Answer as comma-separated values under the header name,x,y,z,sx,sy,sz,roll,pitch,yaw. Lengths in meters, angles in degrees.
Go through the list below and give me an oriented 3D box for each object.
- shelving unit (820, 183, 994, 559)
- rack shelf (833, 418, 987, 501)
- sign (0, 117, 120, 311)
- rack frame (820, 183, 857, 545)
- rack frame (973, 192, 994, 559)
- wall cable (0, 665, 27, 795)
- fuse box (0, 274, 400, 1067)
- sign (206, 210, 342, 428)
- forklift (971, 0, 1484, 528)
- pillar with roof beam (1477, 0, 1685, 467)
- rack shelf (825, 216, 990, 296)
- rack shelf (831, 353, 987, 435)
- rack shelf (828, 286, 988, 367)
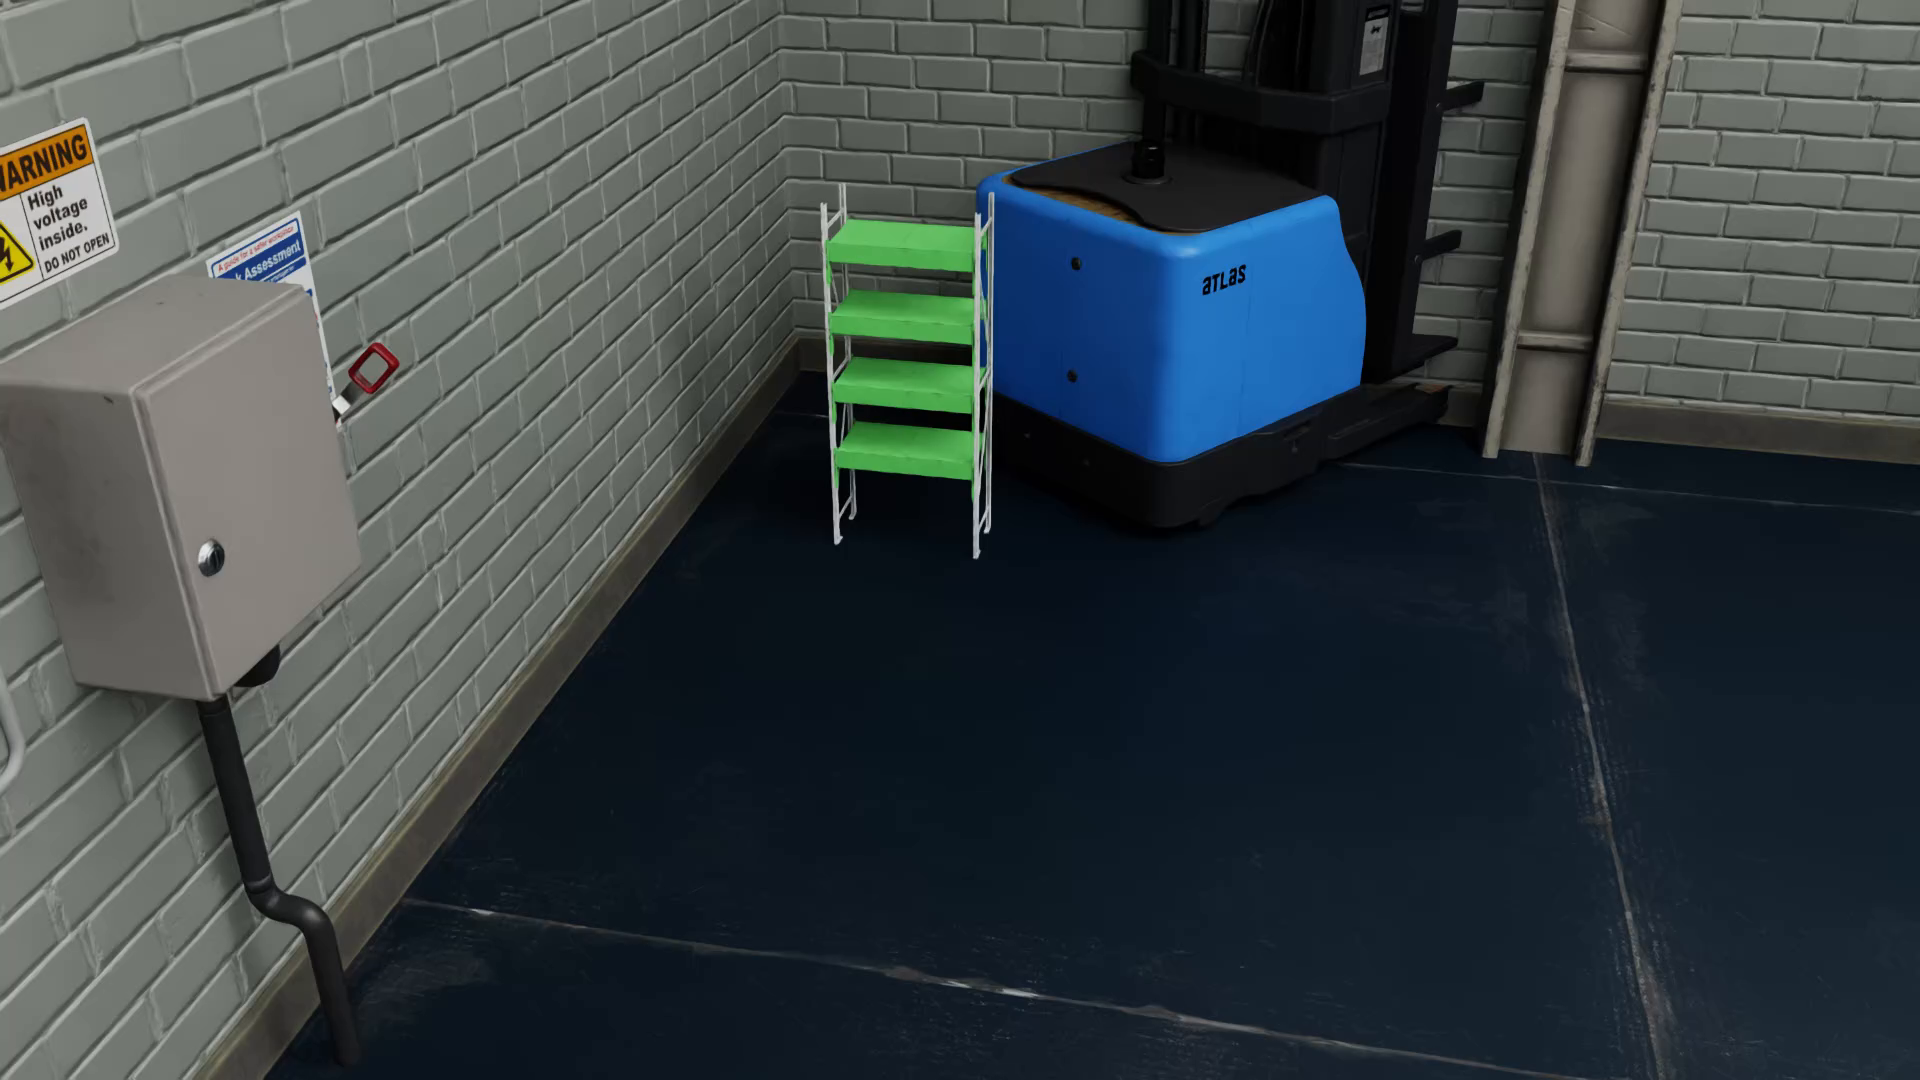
name,x,y,z,sx,sy,sz,roll,pitch,yaw
shelving unit,-0.162,-0.543,5.492,0.503,1.200,0.258,6,29,11
rack shelf,-0.162,-0.276,5.638,0.480,0.148,0.258,6,29,11
sign,-1.528,-0.542,2.756,0.001,0.242,0.339,6,29,11
rack frame,-0.401,-0.567,5.537,0.015,1.200,0.240,6,29,11
rack frame,0.077,-0.518,5.448,0.015,1.200,0.240,6,29,11
wall cable,-1.610,-0.326,2.163,0.122,1.984,0.588,6,29,11
fuse box,-1.314,0.380,3.273,0.414,1.711,0.539,6,29,11
sign,-1.413,-0.396,3.448,0.001,0.494,0.329,6,29,11
forklift,1.481,-1.912,6.190,3.031,2.935,1.130,-23,36,-35
pillar with roof beam,1.310,-2.293,0.568,0.400,9.000,9.100,6,29,11
rack shelf,-0.162,-0.908,5.292,0.480,0.148,0.258,6,29,11
rack shelf,-0.162,-0.487,5.523,0.480,0.148,0.258,6,29,11
rack shelf,-0.162,-0.697,5.408,0.480,0.148,0.258,6,29,11
